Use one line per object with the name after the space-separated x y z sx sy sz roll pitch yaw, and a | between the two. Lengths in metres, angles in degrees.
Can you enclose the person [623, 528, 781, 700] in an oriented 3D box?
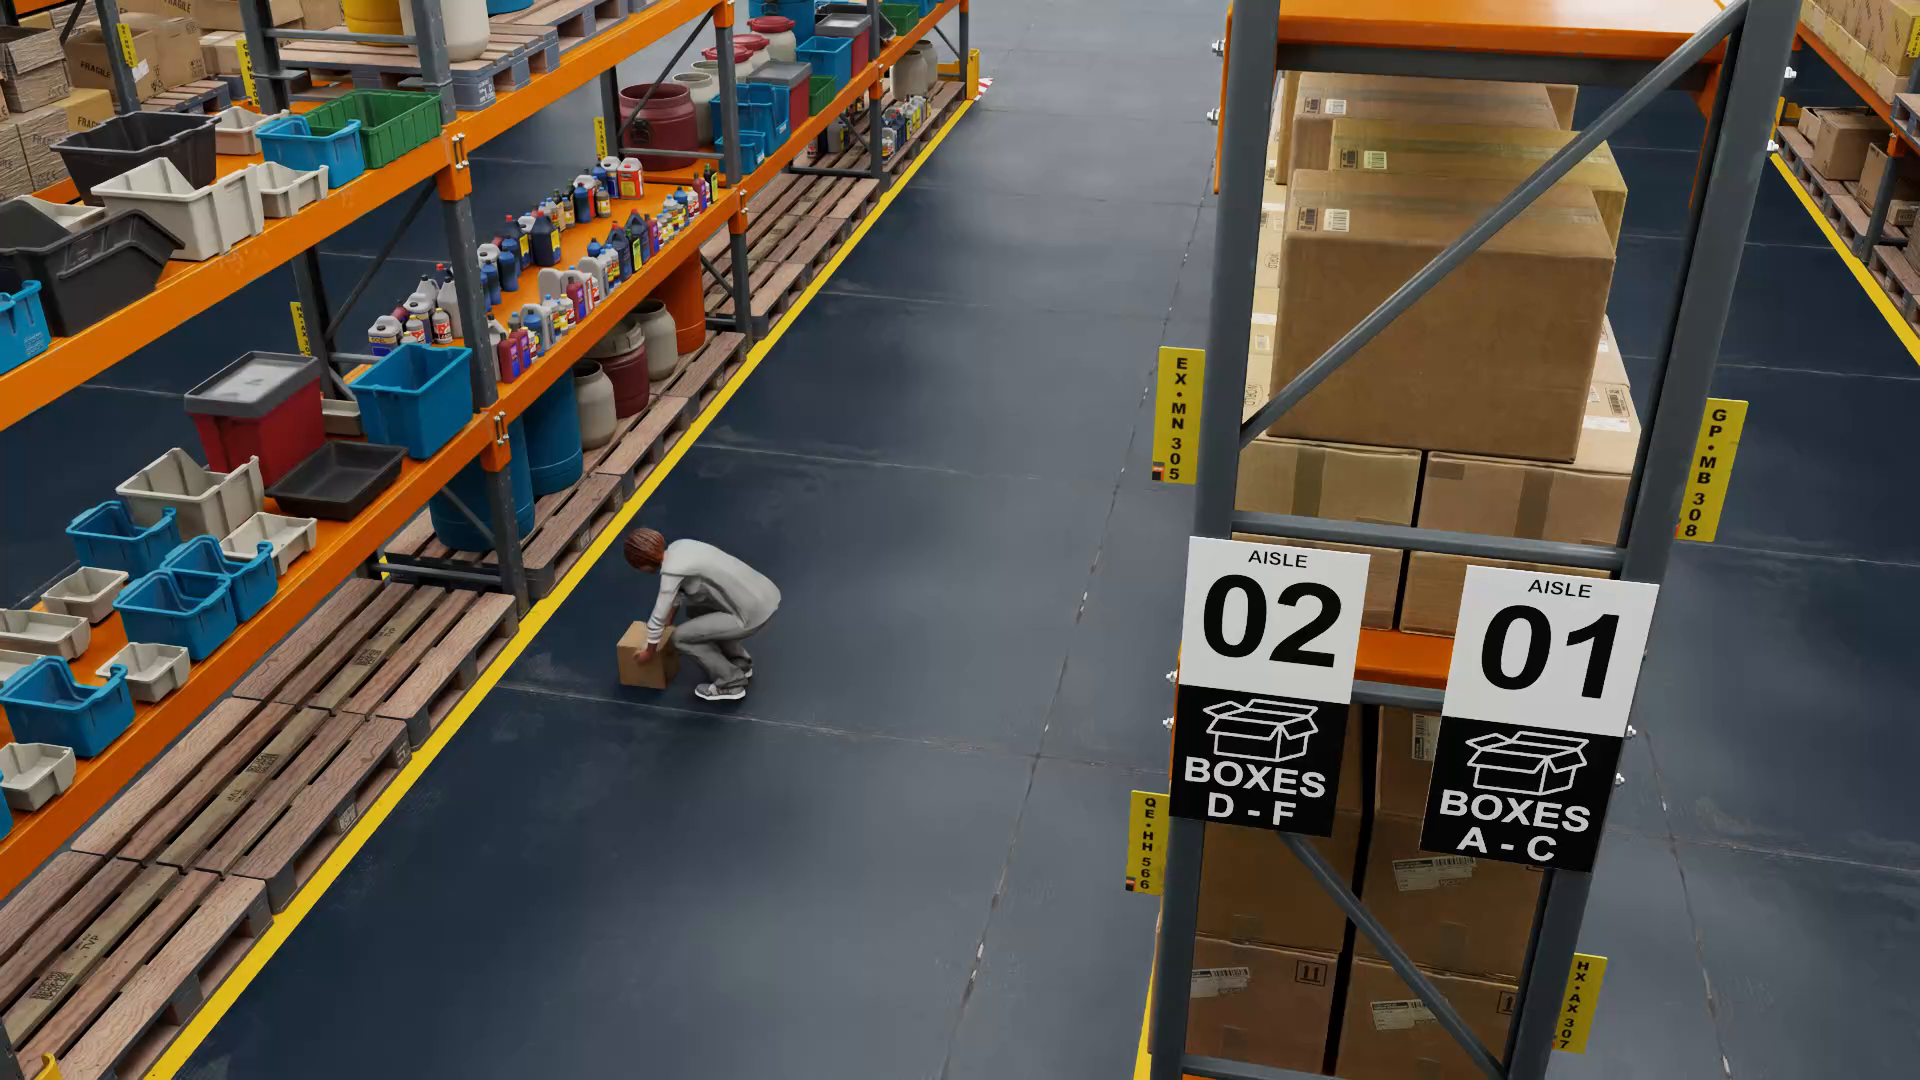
-1.327 0.377 8.639 0.787 0.919 0.445 6 30 10 | person
